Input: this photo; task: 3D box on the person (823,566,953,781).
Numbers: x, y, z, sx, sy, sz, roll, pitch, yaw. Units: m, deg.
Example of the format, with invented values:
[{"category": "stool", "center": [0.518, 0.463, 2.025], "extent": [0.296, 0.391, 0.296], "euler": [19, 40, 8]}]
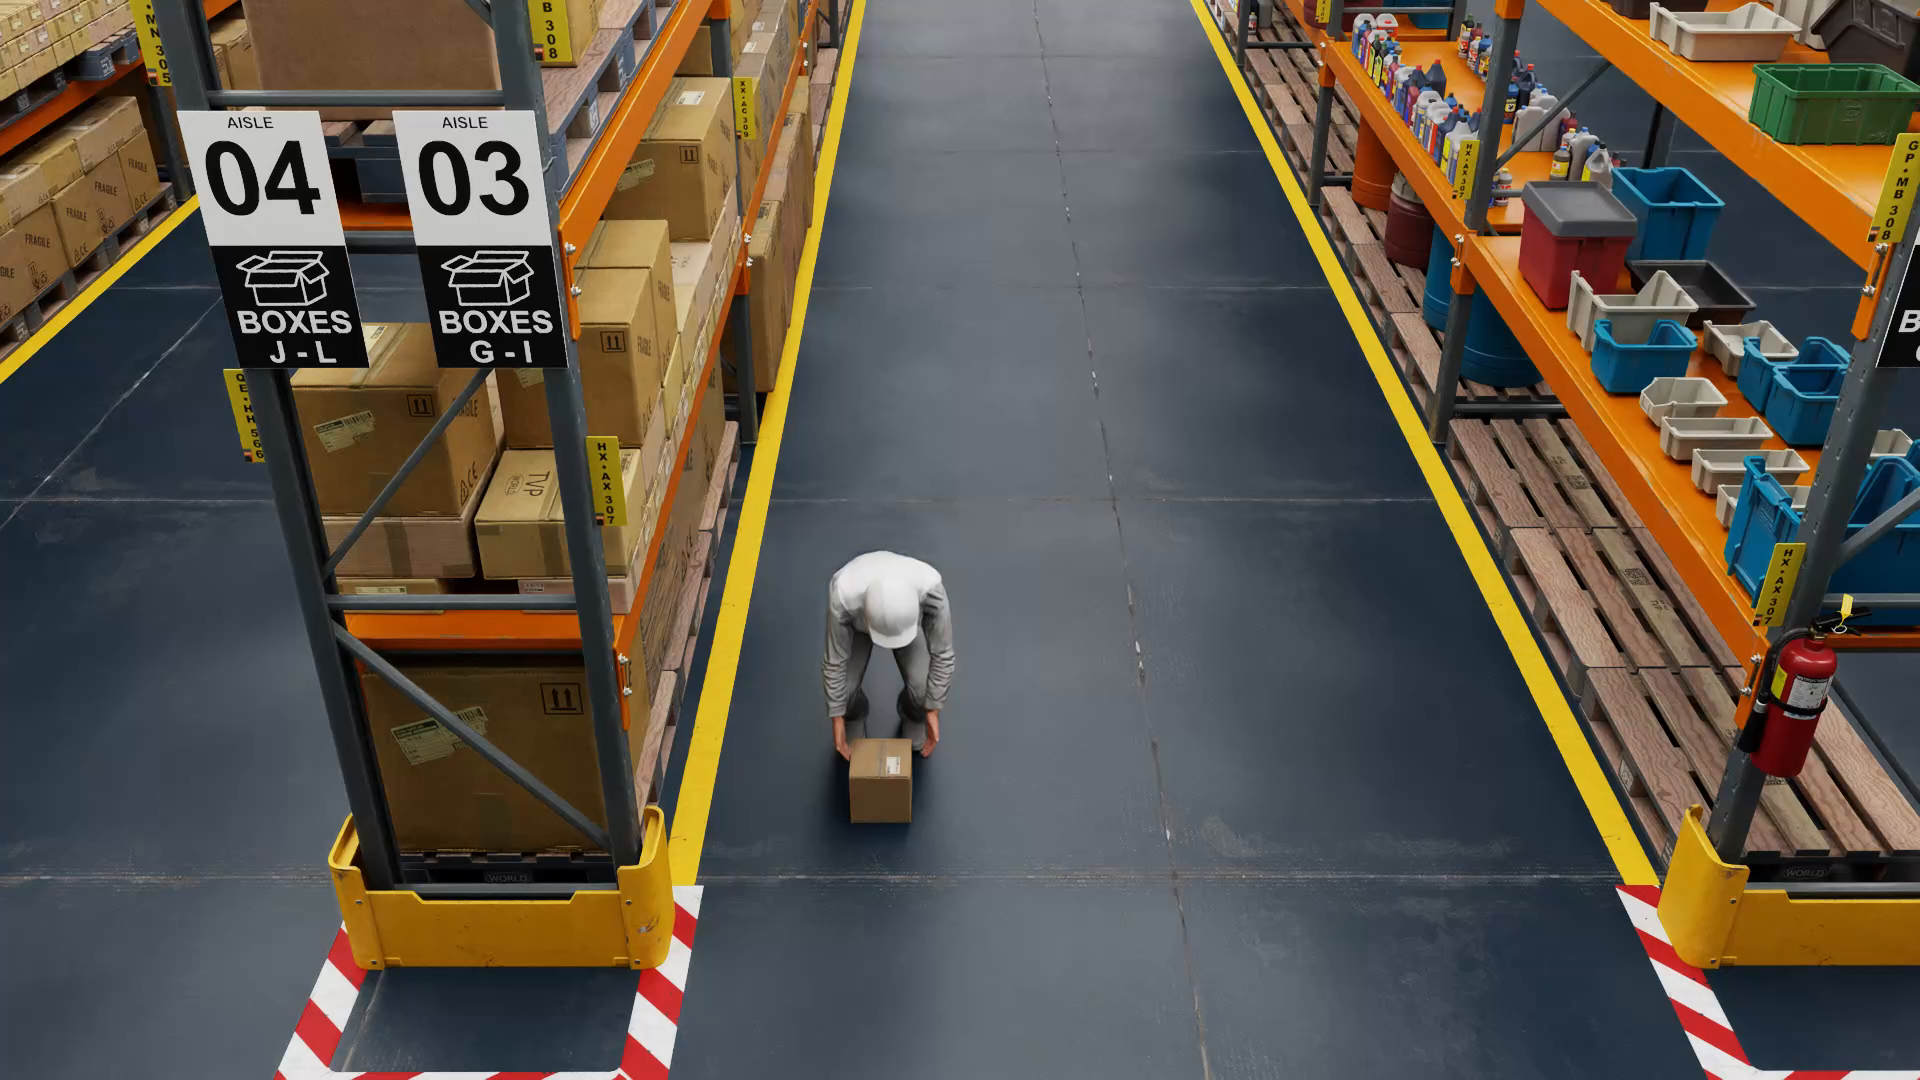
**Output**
[{"category": "person", "center": [-0.306, 0.503, 7.030], "extent": [0.548, 1.000, 0.901], "euler": [0, 31, 0]}]
